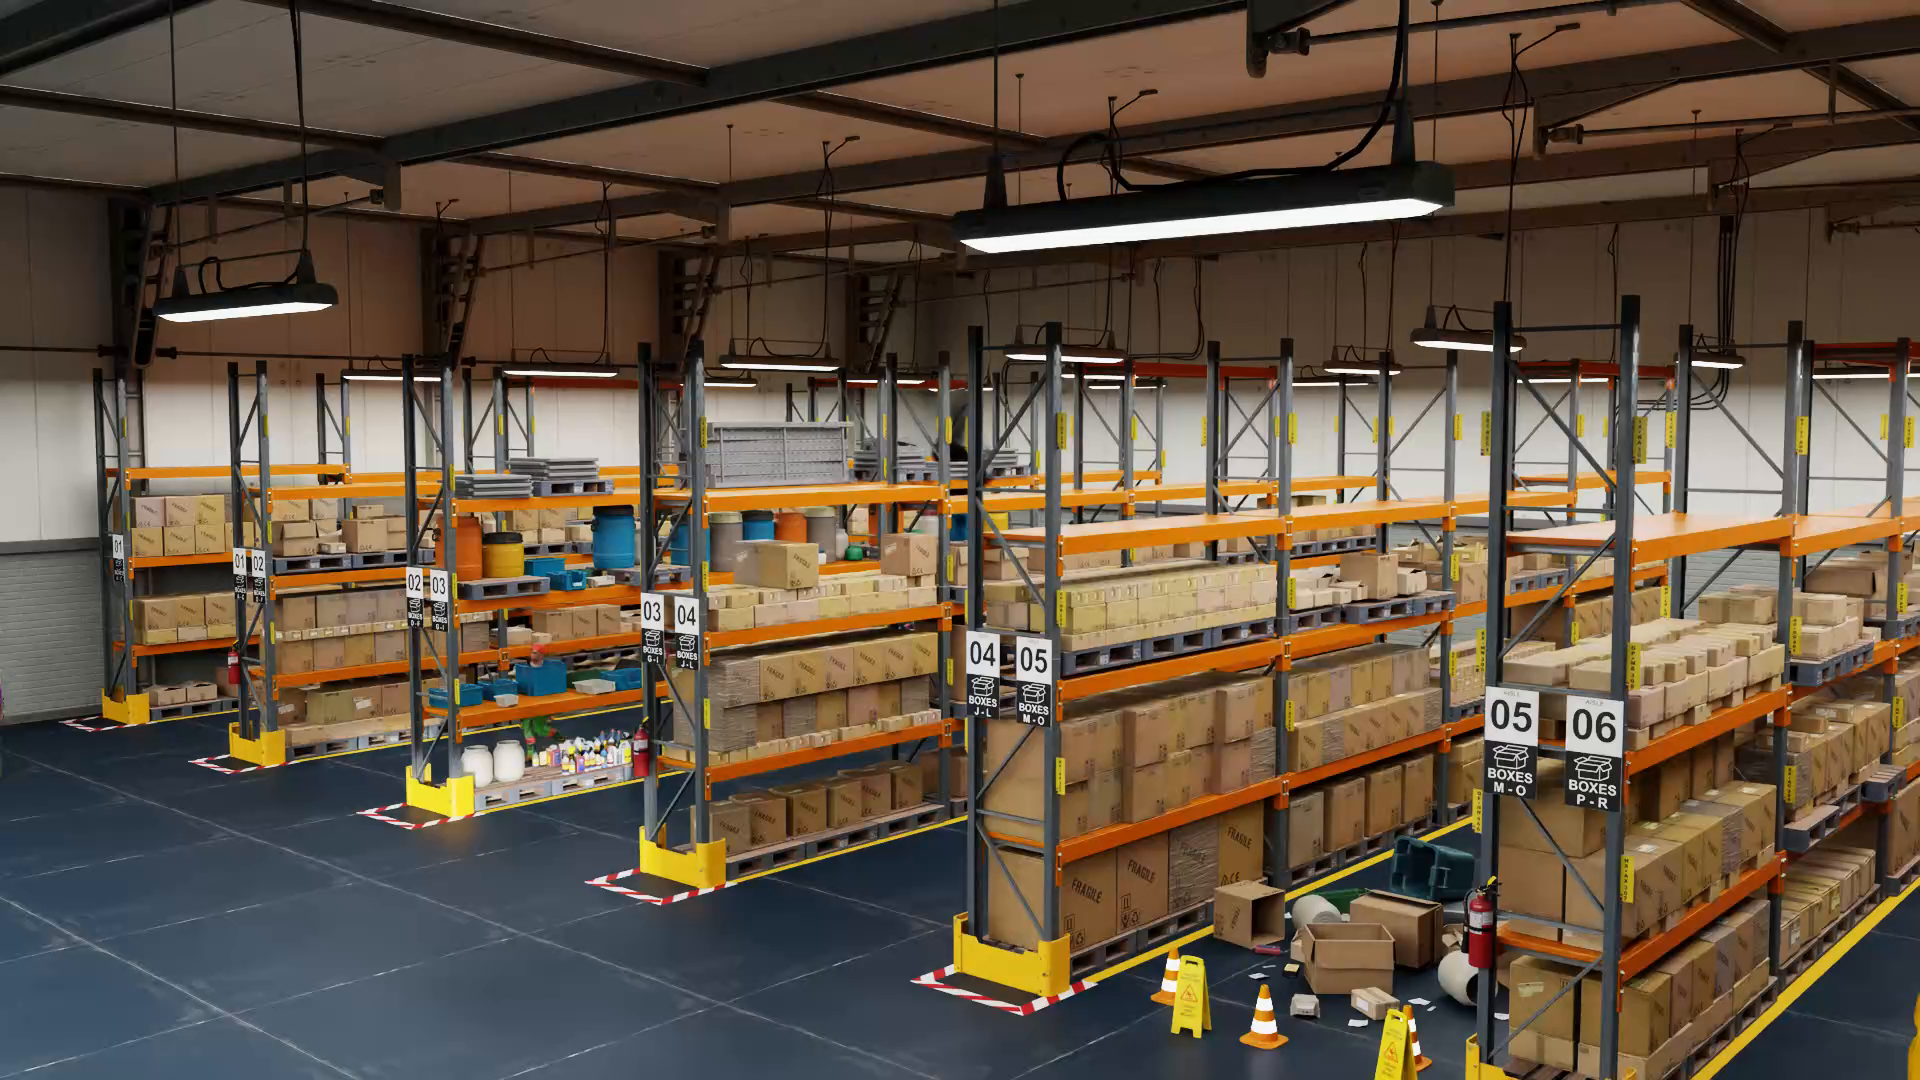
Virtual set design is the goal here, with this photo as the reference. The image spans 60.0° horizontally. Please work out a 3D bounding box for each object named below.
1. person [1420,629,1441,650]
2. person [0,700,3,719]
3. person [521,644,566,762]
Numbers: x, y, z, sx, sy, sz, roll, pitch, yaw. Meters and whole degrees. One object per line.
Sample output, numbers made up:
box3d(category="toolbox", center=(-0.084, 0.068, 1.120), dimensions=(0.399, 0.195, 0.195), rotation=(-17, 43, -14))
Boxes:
box3d(category="person", center=(7.781, 2.322, 27.413), dimensions=(0.597, 1.764, 0.834), rotation=(3, 5, 39))
box3d(category="person", center=(-13.309, 2.658, 22.459), dimensions=(0.669, 1.758, 1.111), rotation=(-2, 5, -28))
box3d(category="person", center=(-6.375, 2.439, 25.133), dimensions=(0.690, 1.755, 0.812), rotation=(3, 5, 34))
